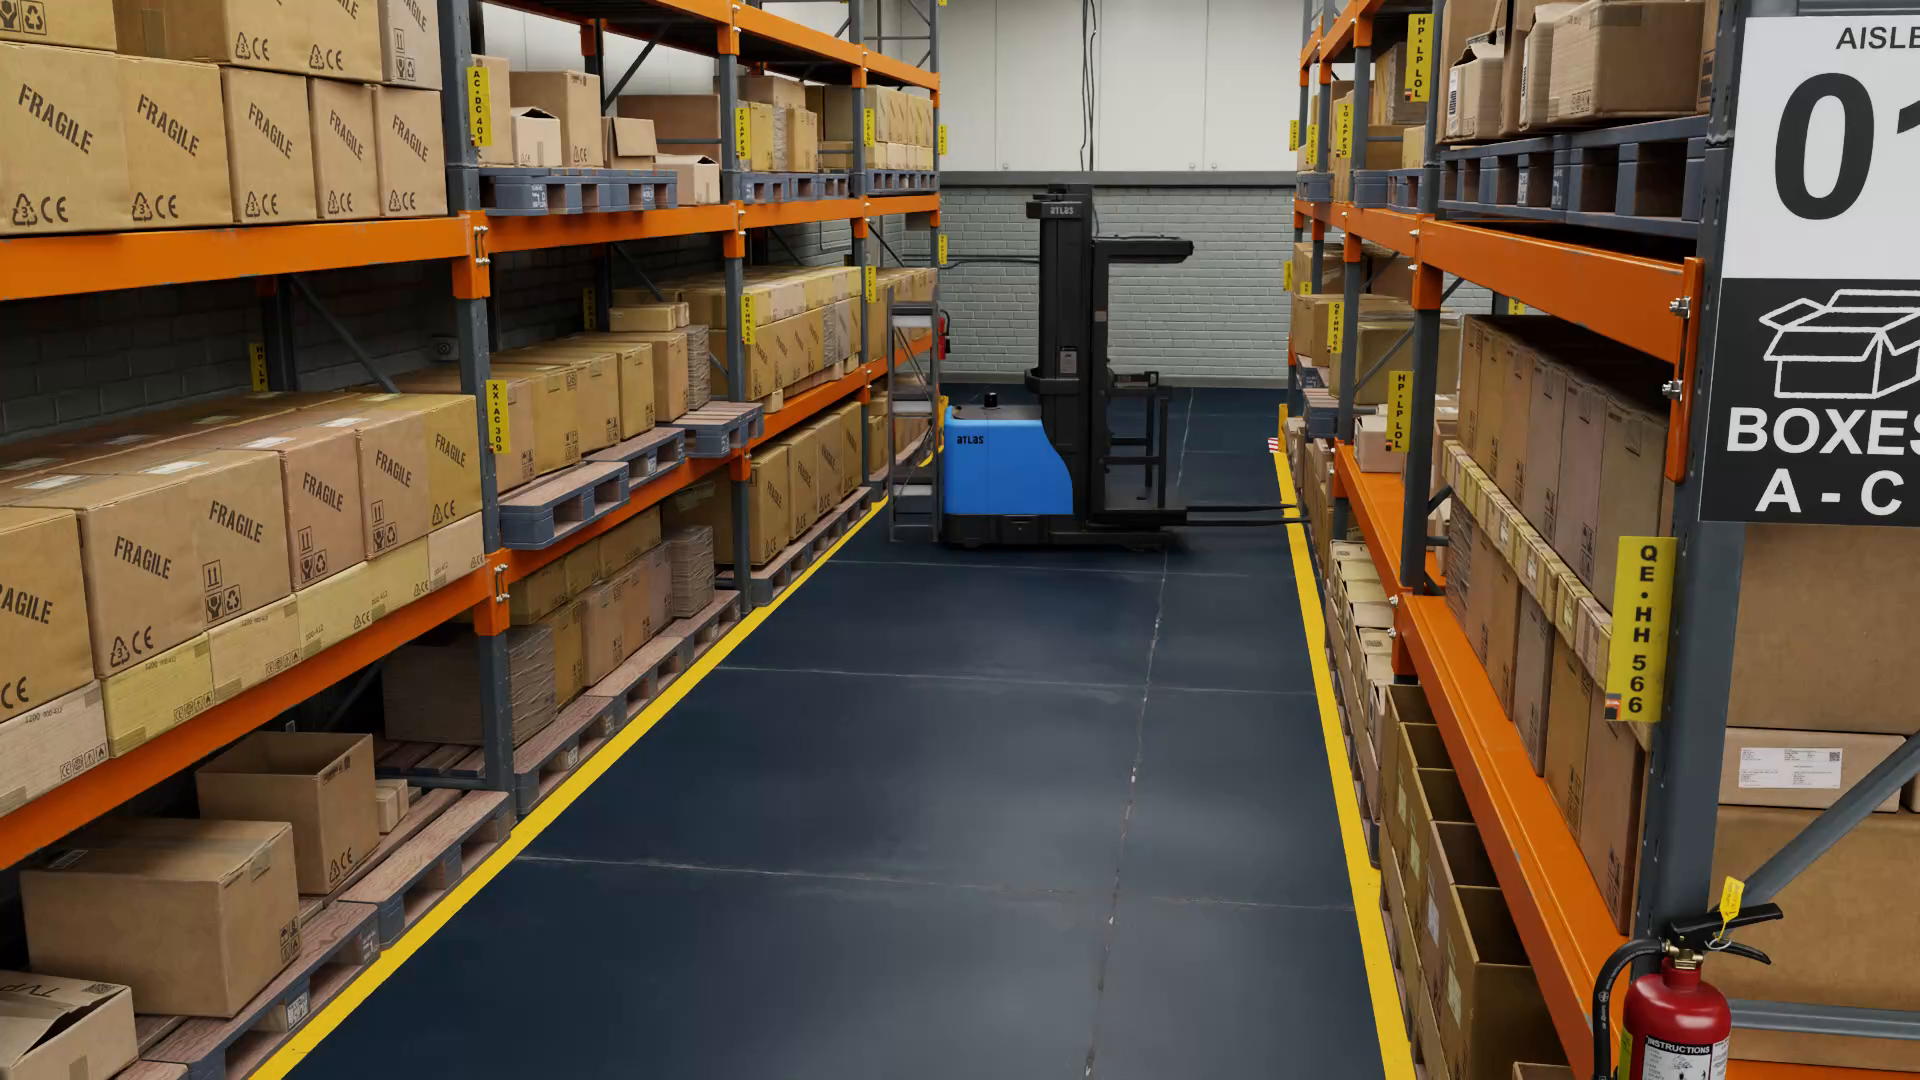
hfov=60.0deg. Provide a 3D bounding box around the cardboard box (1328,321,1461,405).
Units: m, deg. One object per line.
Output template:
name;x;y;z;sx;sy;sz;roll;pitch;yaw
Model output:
cardboard box;2.917;-1.197;11.196;0.700;0.500;0.500;-2;12;-10

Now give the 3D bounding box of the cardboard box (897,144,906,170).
cardboard box;-0.818;-3.796;16.489;0.500;0.250;0.500;2;12;7

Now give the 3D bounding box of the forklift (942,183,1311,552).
forklift;1.371;-1.445;13.741;3.031;2.935;1.130;0;12;0

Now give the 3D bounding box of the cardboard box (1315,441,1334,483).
cardboard box;3.001;-0.595;12.746;0.500;0.250;0.500;2;12;8

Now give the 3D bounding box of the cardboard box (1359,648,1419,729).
cardboard box;2.169;0.687;7.885;0.500;0.311;0.500;2;12;10

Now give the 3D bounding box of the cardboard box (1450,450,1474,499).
cardboard box;2.045;-0.240;6.210;0.380;0.149;0.250;2;12;9

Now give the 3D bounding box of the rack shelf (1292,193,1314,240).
rack shelf;3.854;-3.172;16.180;1.077;0.370;4.000;2;12;9

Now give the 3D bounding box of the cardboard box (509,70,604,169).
cardboard box;-2.226;-2.224;8.839;0.500;0.500;0.500;1;12;7

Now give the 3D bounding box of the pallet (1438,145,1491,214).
pallet;2.211;-1.221;5.627;1.003;0.211;1.213;2;12;9

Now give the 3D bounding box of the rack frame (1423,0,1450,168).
rack frame;2.317;-2.909;6.129;1.000;3.000;0.127;2;12;9

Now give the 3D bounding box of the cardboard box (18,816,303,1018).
cardboard box;-2.749;1.293;5.762;0.700;0.500;0.500;1;12;5

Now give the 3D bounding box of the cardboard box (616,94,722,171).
cardboard box;-1.947;-2.799;11.462;0.700;0.500;0.500;1;12;4

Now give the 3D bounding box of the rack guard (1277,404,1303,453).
rack guard;4.150;-1.236;18.542;1.175;0.500;0.348;2;12;9

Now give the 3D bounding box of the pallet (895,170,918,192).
pallet;-1.022;-3.647;16.887;1.003;0.211;1.213;2;12;9

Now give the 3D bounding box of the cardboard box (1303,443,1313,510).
cardboard box;3.232;-0.542;14.275;0.500;0.500;0.500;1;12;6

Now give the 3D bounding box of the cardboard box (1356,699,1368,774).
cardboard box;2.173;0.962;7.939;0.500;0.250;0.500;2;12;8

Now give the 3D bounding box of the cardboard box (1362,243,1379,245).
cardboard box;4.365;-2.910;17.765;0.500;0.500;0.500;2;12;8

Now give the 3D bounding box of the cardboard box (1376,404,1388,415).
cardboard box;2.833;-0.691;10.290;0.500;0.311;0.500;3;12;12

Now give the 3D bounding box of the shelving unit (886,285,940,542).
shelving unit;-0.389;-1.062;13.935;0.431;2.100;0.503;0;12;0

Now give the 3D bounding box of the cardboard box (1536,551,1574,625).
cardboard box;1.770;0.136;4.467;0.380;0.149;0.250;2;12;10

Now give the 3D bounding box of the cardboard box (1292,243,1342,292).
cardboard box;3.833;-2.928;17.848;0.500;0.500;0.500;2;12;10

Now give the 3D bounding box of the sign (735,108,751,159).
sign;-1.428;-2.669;10.912;0.100;0.325;0.005;2;12;9

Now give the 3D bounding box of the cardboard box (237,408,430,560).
cardboard box;-2.417;-0.226;6.451;0.500;0.500;0.500;2;12;8

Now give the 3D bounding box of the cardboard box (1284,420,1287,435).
cardboard box;3.758;-1.219;18.254;0.380;0.149;0.250;2;12;9

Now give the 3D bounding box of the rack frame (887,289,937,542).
rack frame;-0.391;-1.010;13.696;0.400;2.100;0.015;0;12;0

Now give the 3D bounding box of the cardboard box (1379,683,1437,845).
cardboard box;1.936;0.883;6.527;0.500;0.500;0.500;2;12;9

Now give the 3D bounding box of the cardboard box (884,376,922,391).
cardboard box;-0.620;-1.699;18.155;0.380;0.149;0.250;2;12;10

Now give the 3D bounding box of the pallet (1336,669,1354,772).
pallet;2.577;0.978;8.954;1.003;0.211;1.213;2;12;9

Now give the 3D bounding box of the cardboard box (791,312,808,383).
cardboard box;-1.469;-1.477;12.737;0.500;0.500;0.500;2;12;8

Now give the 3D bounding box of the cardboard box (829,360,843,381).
cardboard box;-1.203;-1.446;14.130;0.380;0.149;0.250;2;12;9

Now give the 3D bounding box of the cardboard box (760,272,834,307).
cardboard box;-1.334;-2.054;13.632;0.500;0.250;0.500;2;12;10

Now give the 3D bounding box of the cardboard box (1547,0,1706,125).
cardboard box;1.618;-1.058;3.690;0.500;0.250;0.500;2;12;9

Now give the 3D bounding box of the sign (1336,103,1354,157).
sign;2.396;-2.546;10.338;0.100;0.325;0.005;2;12;9

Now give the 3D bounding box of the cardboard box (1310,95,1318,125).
cardboard box;3.939;-4.269;16.952;0.700;0.500;0.500;2;12;9

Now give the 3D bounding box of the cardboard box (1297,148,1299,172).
cardboard box;3.826;-4.013;17.543;0.500;0.250;0.500;2;12;9

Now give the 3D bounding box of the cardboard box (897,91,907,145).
cardboard box;-0.818;-4.164;16.418;0.500;0.500;0.500;2;12;9

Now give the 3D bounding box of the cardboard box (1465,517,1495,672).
cardboard box;2.180;0.178;5.811;0.700;0.500;0.500;2;12;8

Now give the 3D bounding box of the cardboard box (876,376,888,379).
cardboard box;-0.998;-1.712;18.215;0.380;0.149;0.250;2;12;9

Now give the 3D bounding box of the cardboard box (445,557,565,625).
cardboard box;-2.418;0.259;8.780;0.500;0.250;0.500;2;12;7

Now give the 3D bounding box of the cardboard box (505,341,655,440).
cardboard box;-2.196;-0.874;9.647;0.700;0.500;0.500;2;12;9

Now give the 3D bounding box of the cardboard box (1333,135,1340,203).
cardboard box;3.124;-2.630;11.720;0.910;0.500;0.500;2;12;9

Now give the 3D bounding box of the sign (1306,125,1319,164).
sign;3.010;-3.376;14.192;0.100;0.325;0.005;2;12;9

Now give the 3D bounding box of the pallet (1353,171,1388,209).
pallet;2.916;-2.038;9.660;1.213;0.211;1.003;2;12;11

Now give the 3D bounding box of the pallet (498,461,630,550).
pallet;-2.318;-0.196;8.239;1.003;0.211;1.213;2;12;9

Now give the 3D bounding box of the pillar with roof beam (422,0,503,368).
pillar with roof beam;1.235;-3.519;8.961;9.100;9.000;0.400;2;12;9

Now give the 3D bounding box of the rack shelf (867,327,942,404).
rack shelf;-1.041;-1.866;17.238;1.077;0.370;4.000;2;12;9

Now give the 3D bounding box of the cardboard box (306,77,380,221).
cardboard box;-2.503;-1.443;6.162;0.500;0.500;0.500;1;12;4

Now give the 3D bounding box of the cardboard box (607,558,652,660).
cardboard box;-2.265;0.398;9.916;0.700;0.500;0.500;2;12;8

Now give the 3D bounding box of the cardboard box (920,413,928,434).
cardboard box;-0.742;-1.468;18.622;0.700;0.500;0.500;2;12;9

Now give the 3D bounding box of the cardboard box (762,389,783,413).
cardboard box;-1.512;-1.021;12.160;0.380;0.149;0.250;2;12;10

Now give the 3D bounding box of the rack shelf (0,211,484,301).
rack shelf;-2.886;-0.834;5.330;1.077;0.370;4.000;2;12;9

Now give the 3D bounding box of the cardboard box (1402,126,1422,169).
cardboard box;2.918;-2.311;9.834;0.500;0.250;0.500;1;12;4

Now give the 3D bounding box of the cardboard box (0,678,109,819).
cardboard box;-2.739;0.561;4.580;0.500;0.250;0.500;1;12;7

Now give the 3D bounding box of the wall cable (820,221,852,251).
wall cable;-1.471;-3.427;20.366;0.084;1.984;1.851;2;12;9

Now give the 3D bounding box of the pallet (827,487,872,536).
pallet;-1.393;-0.275;14.767;1.003;0.211;1.213;2;12;9

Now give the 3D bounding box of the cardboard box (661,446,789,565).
cardboard box;-1.721;-0.271;12.239;0.750;0.750;0.750;2;12;8

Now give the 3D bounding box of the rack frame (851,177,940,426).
rack frame;-0.733;-2.634;19.094;1.000;3.000;0.127;2;12;9

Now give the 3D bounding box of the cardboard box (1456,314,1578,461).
cardboard box;2.254;-0.566;6.185;0.700;0.500;0.500;2;12;9

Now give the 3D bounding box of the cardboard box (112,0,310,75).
cardboard box;-2.532;-1.813;5.507;0.500;0.500;0.500;1;12;7
